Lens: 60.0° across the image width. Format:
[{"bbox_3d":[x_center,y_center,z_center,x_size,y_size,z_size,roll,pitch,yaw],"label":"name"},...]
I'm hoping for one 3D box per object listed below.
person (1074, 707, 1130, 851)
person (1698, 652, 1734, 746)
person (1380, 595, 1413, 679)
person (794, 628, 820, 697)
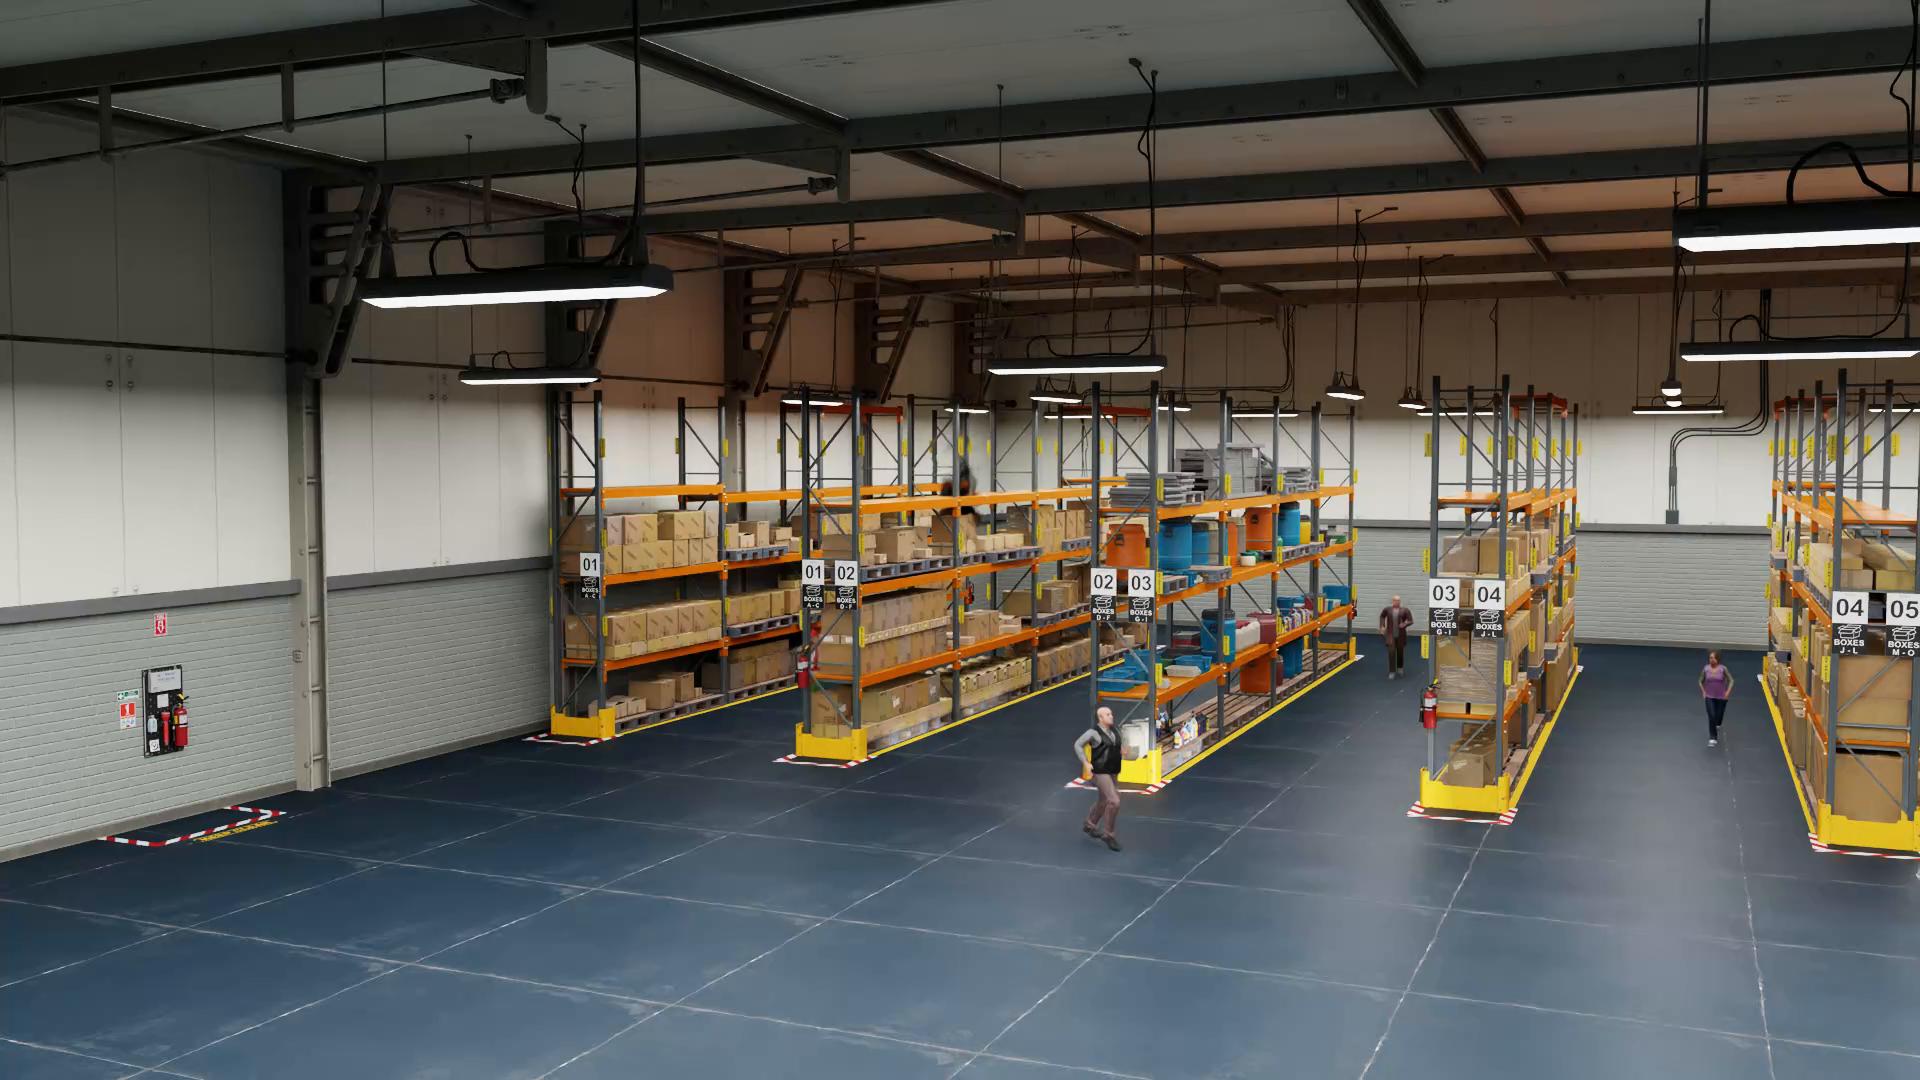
[{"bbox_3d":[1.818,2.987,20.916,0.767,1.782,0.625,3,4,41],"label":"person"},{"bbox_3d":[12.794,2.673,28.140,0.546,1.586,0.606,2,4,29],"label":"person"},{"bbox_3d":[9.499,2.096,36.212,0.721,1.789,0.978,1,3,16],"label":"person"},{"bbox_3d":[-2.660,2.484,29.443,0.630,1.832,0.703,1,3,21],"label":"person"}]
